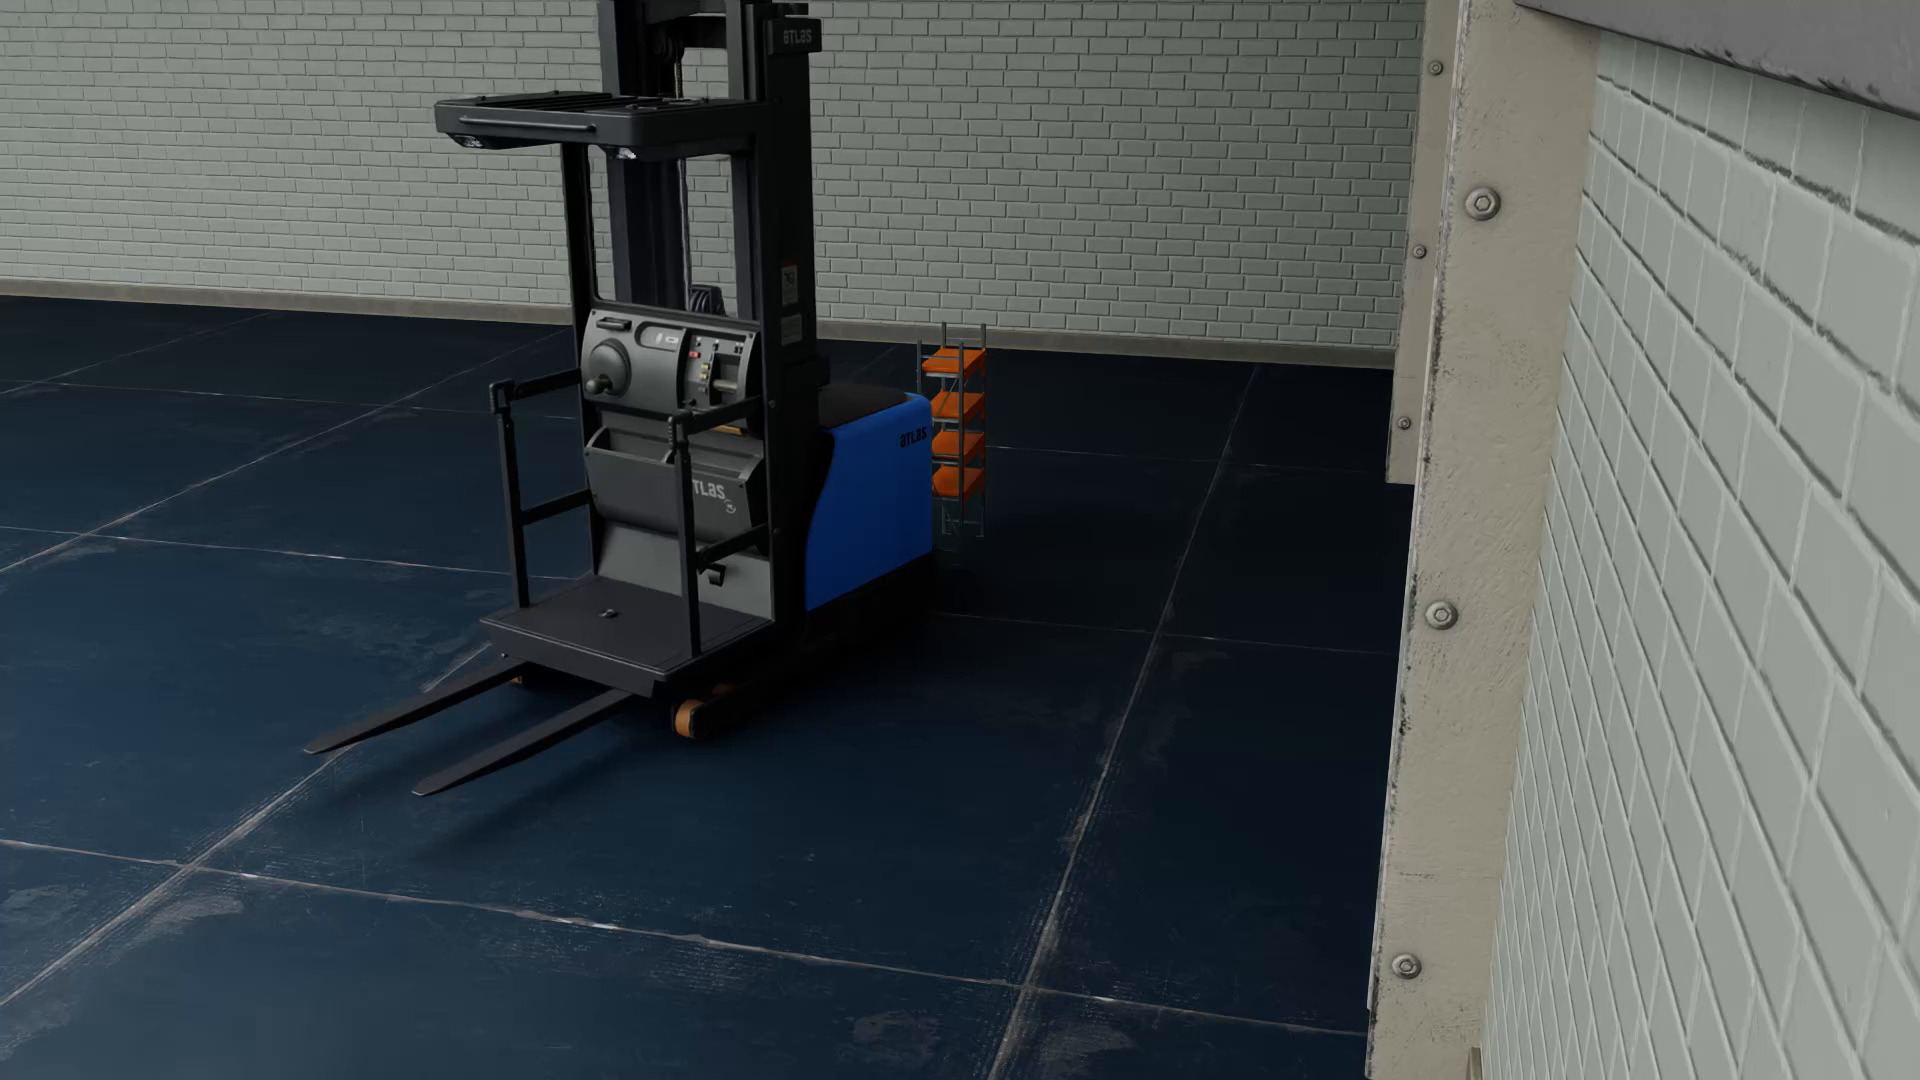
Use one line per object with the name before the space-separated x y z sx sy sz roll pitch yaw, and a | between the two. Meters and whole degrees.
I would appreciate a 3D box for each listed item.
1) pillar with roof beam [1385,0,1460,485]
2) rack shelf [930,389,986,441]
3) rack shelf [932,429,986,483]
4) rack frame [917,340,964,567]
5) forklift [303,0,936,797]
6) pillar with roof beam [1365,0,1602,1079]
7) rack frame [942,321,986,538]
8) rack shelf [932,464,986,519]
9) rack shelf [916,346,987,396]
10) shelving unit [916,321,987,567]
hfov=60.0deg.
pillar with roof beam | -1.361 -5.003 9.911 9.100 9.000 0.400 5 19 13
rack shelf | -0.040 -0.664 8.791 0.258 0.148 0.480 5 19 13
rack shelf | -0.040 -0.452 8.863 0.258 0.148 0.480 5 19 13
rack frame | -0.100 -0.439 8.618 0.240 1.200 0.015 5 19 13
forklift | -1.346 -0.743 6.827 1.130 2.935 3.031 12 22 31
pillar with roof beam | -2.827 -3.122 4.406 9.100 9.000 0.400 5 19 13
rack frame | 0.019 -0.592 9.066 0.240 1.200 0.015 5 19 13
rack shelf | -0.040 -0.264 8.928 0.258 0.148 0.480 5 19 13
rack shelf | -0.040 -0.888 8.715 0.258 0.148 0.480 5 19 13
shelving unit | -0.040 -0.516 8.842 0.258 1.200 0.503 5 19 13
